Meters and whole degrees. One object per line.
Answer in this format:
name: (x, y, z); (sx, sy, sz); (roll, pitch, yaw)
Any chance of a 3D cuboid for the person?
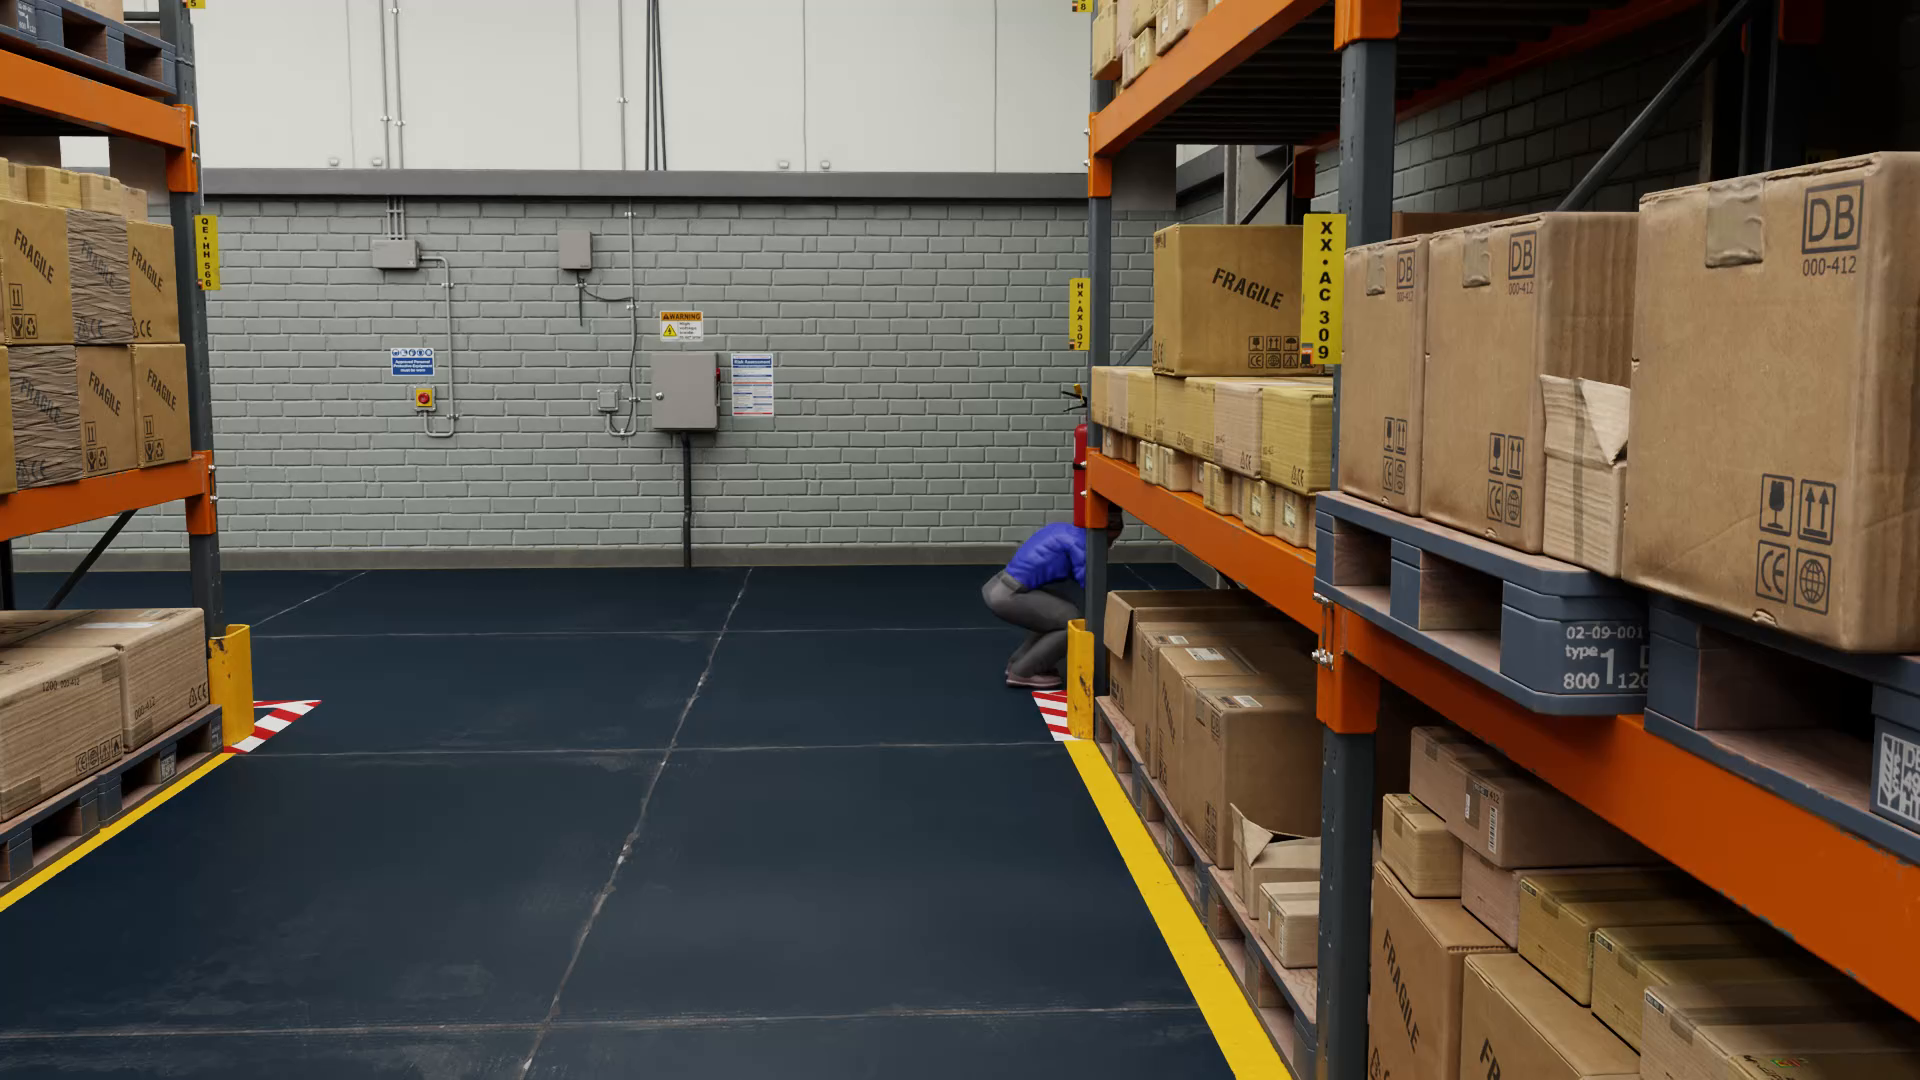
person: (0.524, 0.294, 8.849); (0.822, 0.942, 0.482); (0, 7, -2)
